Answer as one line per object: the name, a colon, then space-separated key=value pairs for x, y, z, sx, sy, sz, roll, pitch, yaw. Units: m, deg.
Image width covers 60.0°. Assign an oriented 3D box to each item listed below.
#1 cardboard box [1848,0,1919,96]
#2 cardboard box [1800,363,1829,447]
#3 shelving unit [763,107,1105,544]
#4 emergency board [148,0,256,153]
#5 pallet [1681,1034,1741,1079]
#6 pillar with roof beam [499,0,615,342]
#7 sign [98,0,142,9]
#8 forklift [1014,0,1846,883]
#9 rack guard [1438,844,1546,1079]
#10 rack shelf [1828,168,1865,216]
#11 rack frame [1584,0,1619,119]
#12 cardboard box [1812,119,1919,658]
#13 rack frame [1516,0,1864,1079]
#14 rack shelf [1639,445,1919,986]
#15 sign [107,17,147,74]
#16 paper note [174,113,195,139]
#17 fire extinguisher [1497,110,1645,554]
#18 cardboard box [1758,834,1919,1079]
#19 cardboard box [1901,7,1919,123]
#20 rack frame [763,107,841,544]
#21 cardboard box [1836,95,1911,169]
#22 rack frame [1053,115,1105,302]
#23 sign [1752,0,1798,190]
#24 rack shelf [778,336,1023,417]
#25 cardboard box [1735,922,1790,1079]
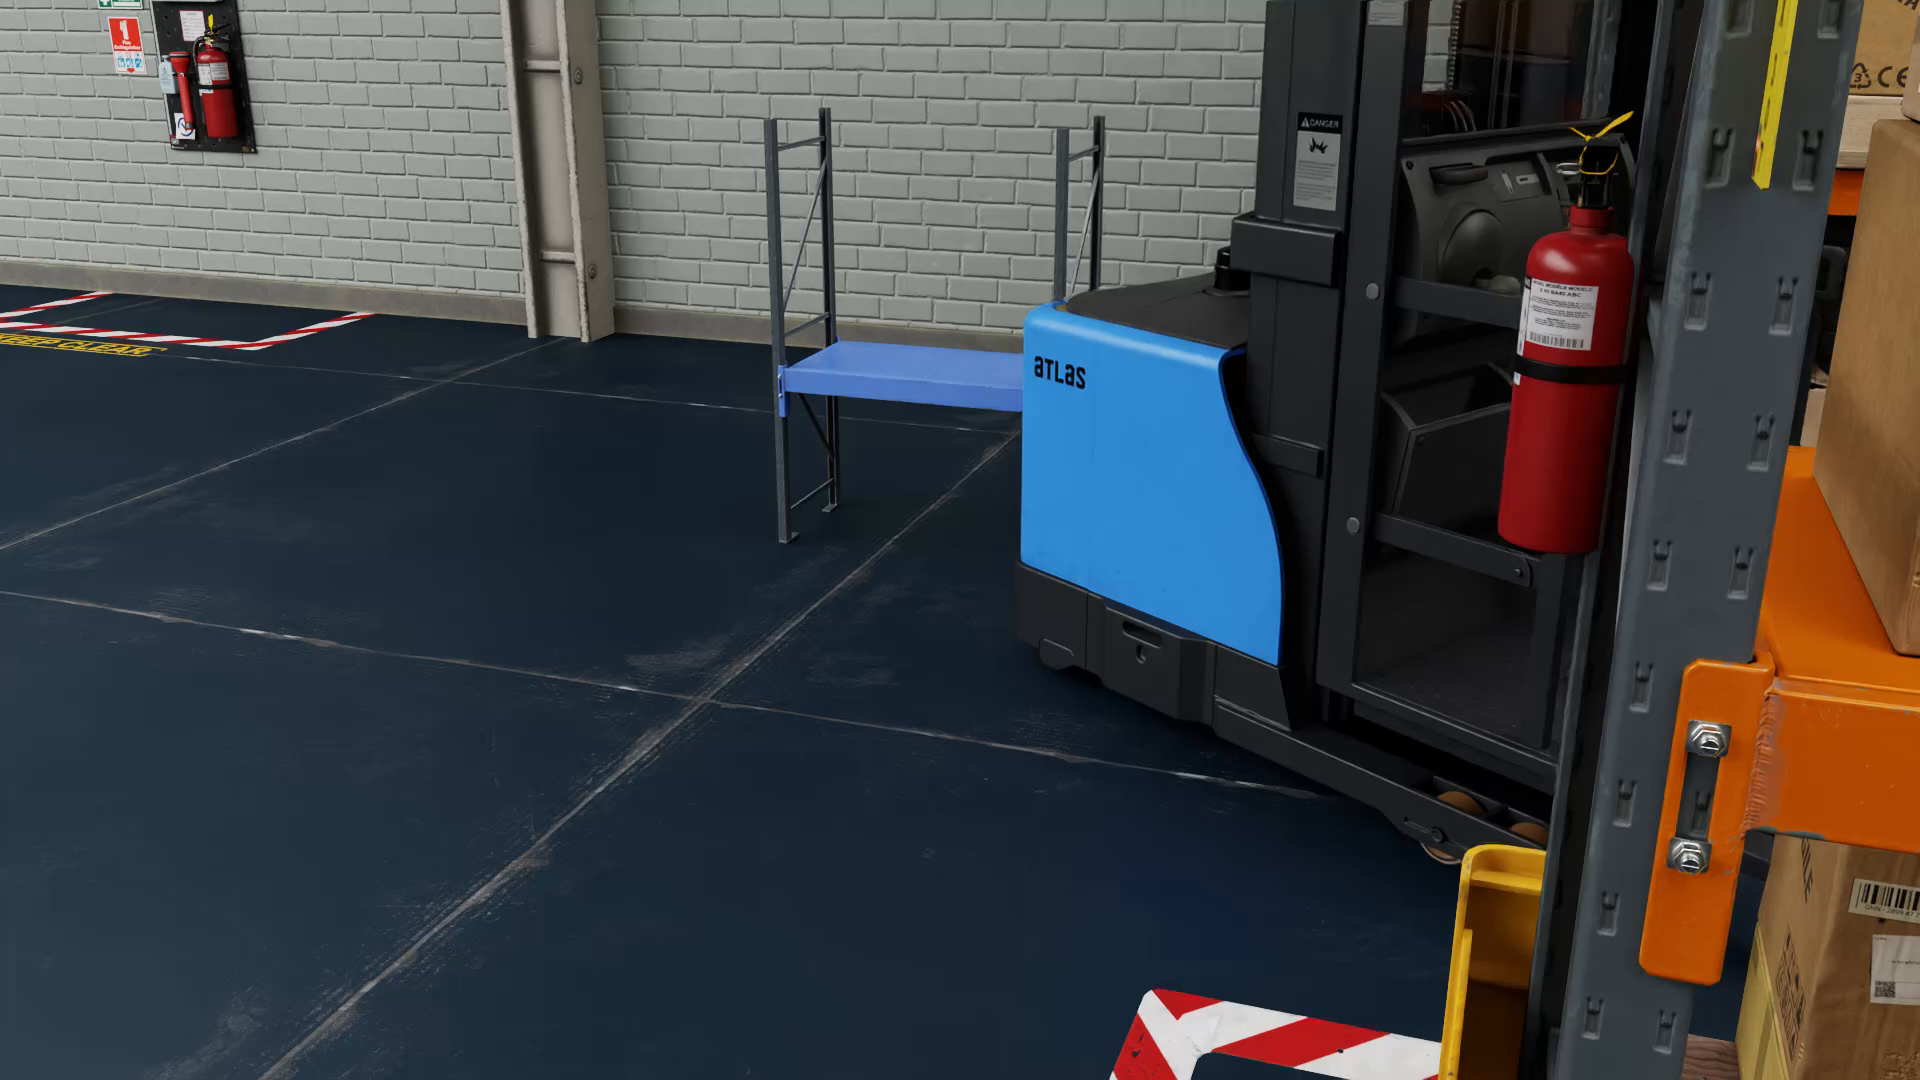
cardboard box: x=3.347 y=-1.832 z=5.834 sx=0.500 sy=0.500 sz=0.500 roll=7 pitch=20 yaw=18
cardboard box: x=3.155 y=-0.577 z=6.590 sx=0.500 sy=0.311 sz=0.500 roll=4 pitch=20 yaw=12
shelving unit: x=-0.081 y=-0.717 z=5.856 sx=1.048 sy=1.500 sz=0.538 roll=7 pitch=20 yaw=18
emergency board: x=-4.514 y=-2.861 z=9.728 sx=0.643 sy=1.169 sz=0.194 roll=7 pitch=20 yaw=18
pallet: x=1.645 y=1.186 z=2.354 sx=1.213 sy=0.211 sz=1.003 roll=7 pitch=20 yaw=18
pillar with roof beam: x=-3.605 y=-4.077 z=4.101 sx=0.400 sy=9.000 sz=9.100 roll=7 pitch=20 yaw=18
sign: x=-5.001 y=-3.217 z=9.889 sx=0.331 sy=0.109 sz=0.001 roll=7 pitch=20 yaw=18
forklift: x=1.486 y=-0.761 z=3.808 sx=1.130 sy=2.935 sz=3.031 roll=-15 pitch=24 yaw=-37
rack guard: x=0.886 y=0.977 z=2.513 sx=0.348 sy=0.500 sz=1.175 roll=7 pitch=20 yaw=18
rack shelf: x=4.420 y=-1.185 z=6.013 sx=4.000 sy=0.370 sz=1.077 roll=7 pitch=20 yaw=18
rack frame: x=2.531 y=-1.741 z=6.514 sx=0.127 sy=3.000 sz=1.000 roll=7 pitch=20 yaw=18
cardboard box: x=1.345 y=-0.193 z=1.922 sx=0.500 sy=0.500 sz=0.700 roll=7 pitch=20 yaw=18
rack frame: x=0.910 y=-0.202 z=2.097 sx=0.053 sy=2.616 sz=0.949 roll=7 pitch=20 yaw=18
rack shelf: x=2.798 y=0.355 z=1.593 sx=4.000 sy=0.370 sz=1.077 roll=7 pitch=20 yaw=18
sign: x=-5.002 y=-2.970 z=9.985 sx=0.234 sy=0.329 sz=0.001 roll=7 pitch=20 yaw=18
paper note: x=-4.658 y=-2.486 z=9.989 sx=0.142 sy=0.148 sz=0.016 roll=7 pitch=20 yaw=18
fire extinguisher: x=0.949 y=-0.321 z=2.558 sx=0.183 sy=0.674 sz=0.296 roll=7 pitch=20 yaw=18
cardboard box: x=1.513 y=0.511 z=2.454 sx=0.500 sy=0.500 sz=0.500 roll=7 pitch=20 yaw=18
cardboard box: x=1.332 y=-0.572 z=2.023 sx=0.250 sy=0.149 sz=0.380 roll=6 pitch=20 yaw=17
rack frame: x=-0.561 y=-0.772 z=6.013 sx=0.032 sy=1.500 sz=0.500 roll=7 pitch=20 yaw=18
cardboard box: x=3.383 y=-1.477 z=5.953 sx=0.500 sy=0.250 sz=0.500 roll=6 pitch=20 yaw=16
rack frame: x=0.400 y=-0.663 z=5.698 sx=0.032 sy=1.500 sz=0.500 roll=7 pitch=20 yaw=18
sign: x=0.721 y=-0.475 z=1.446 sx=0.005 sy=0.325 sz=0.100 roll=7 pitch=20 yaw=18
rack shelf: x=-0.081 y=-0.548 z=5.915 sx=1.000 sy=0.185 sz=0.538 roll=7 pitch=20 yaw=18
cardboard box: x=1.512 y=0.866 z=2.575 sx=0.500 sy=0.250 sz=0.500 roll=7 pitch=20 yaw=18
